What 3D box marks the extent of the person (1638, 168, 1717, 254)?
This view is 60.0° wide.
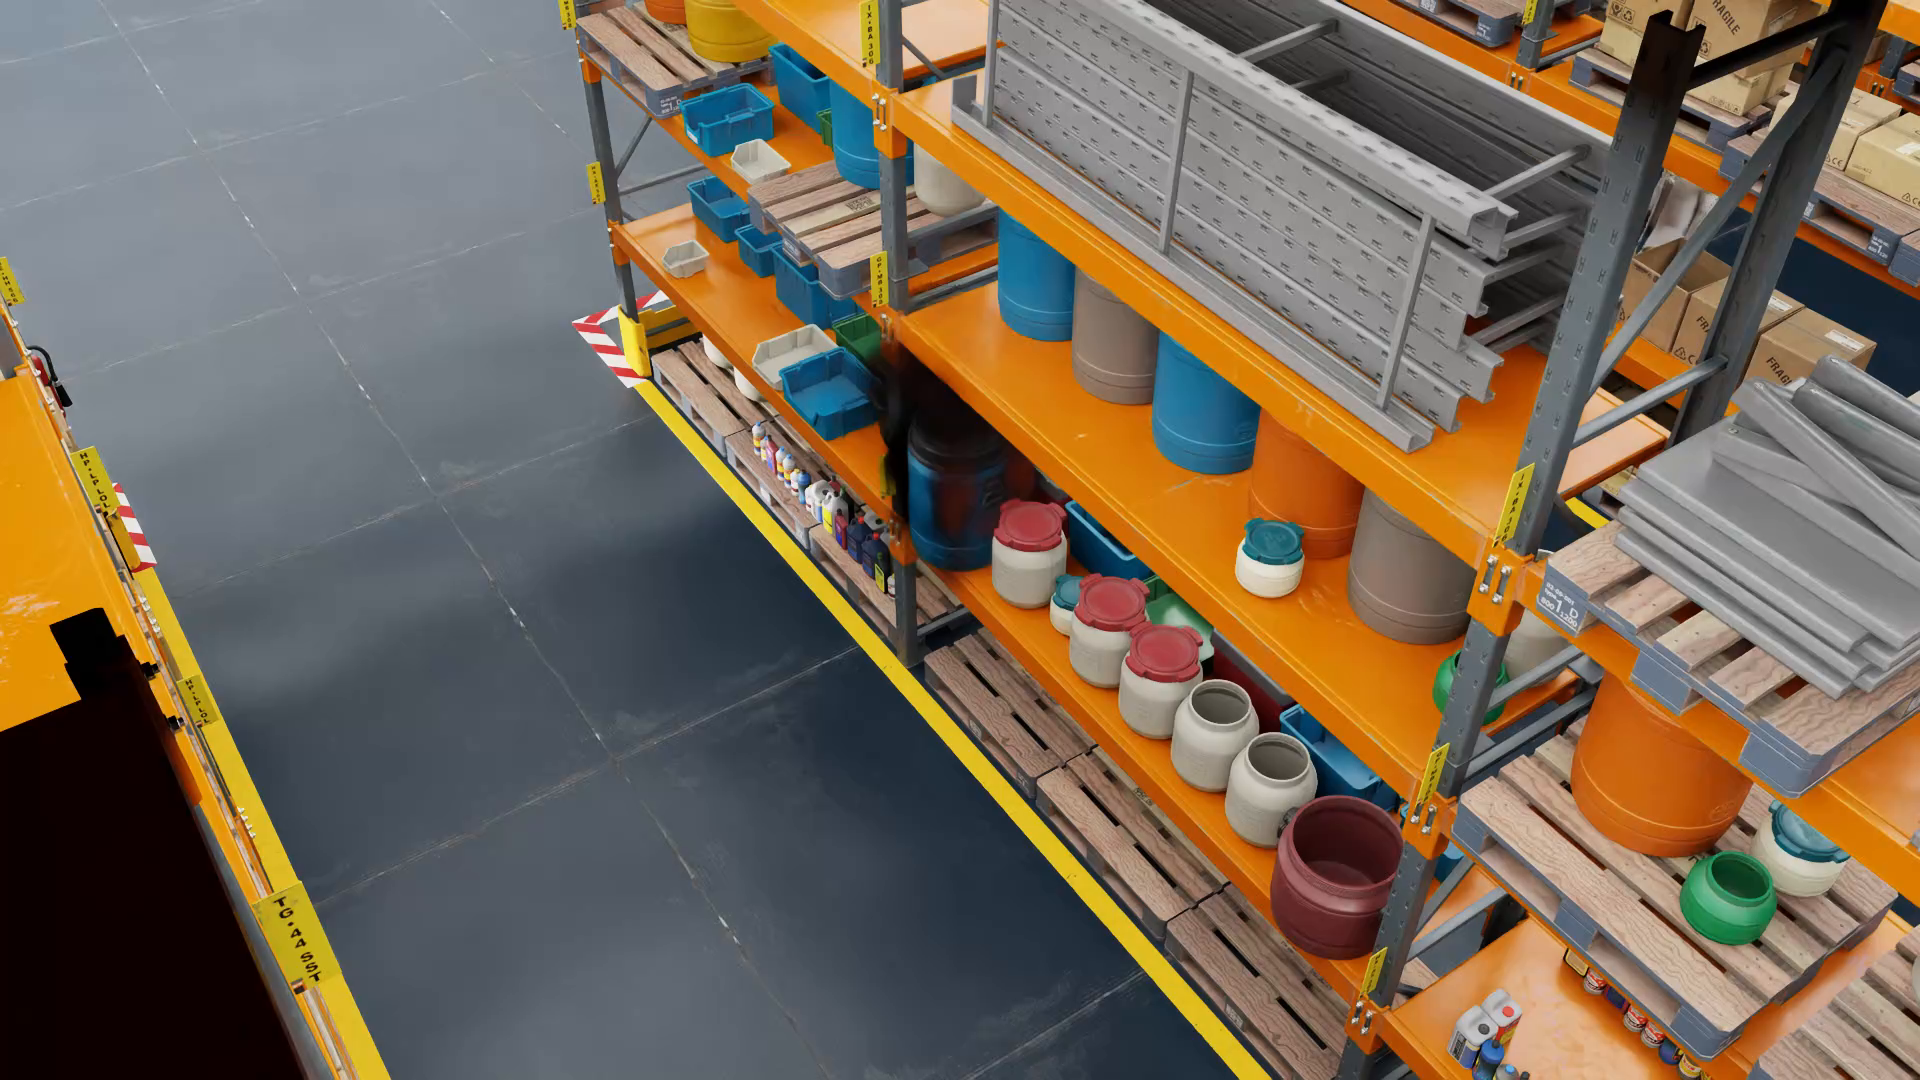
[{"bbox_3d":[5.604,-2.481,13.162,0.507,1.793,0.632,2,43,2],"label":"person"}]
